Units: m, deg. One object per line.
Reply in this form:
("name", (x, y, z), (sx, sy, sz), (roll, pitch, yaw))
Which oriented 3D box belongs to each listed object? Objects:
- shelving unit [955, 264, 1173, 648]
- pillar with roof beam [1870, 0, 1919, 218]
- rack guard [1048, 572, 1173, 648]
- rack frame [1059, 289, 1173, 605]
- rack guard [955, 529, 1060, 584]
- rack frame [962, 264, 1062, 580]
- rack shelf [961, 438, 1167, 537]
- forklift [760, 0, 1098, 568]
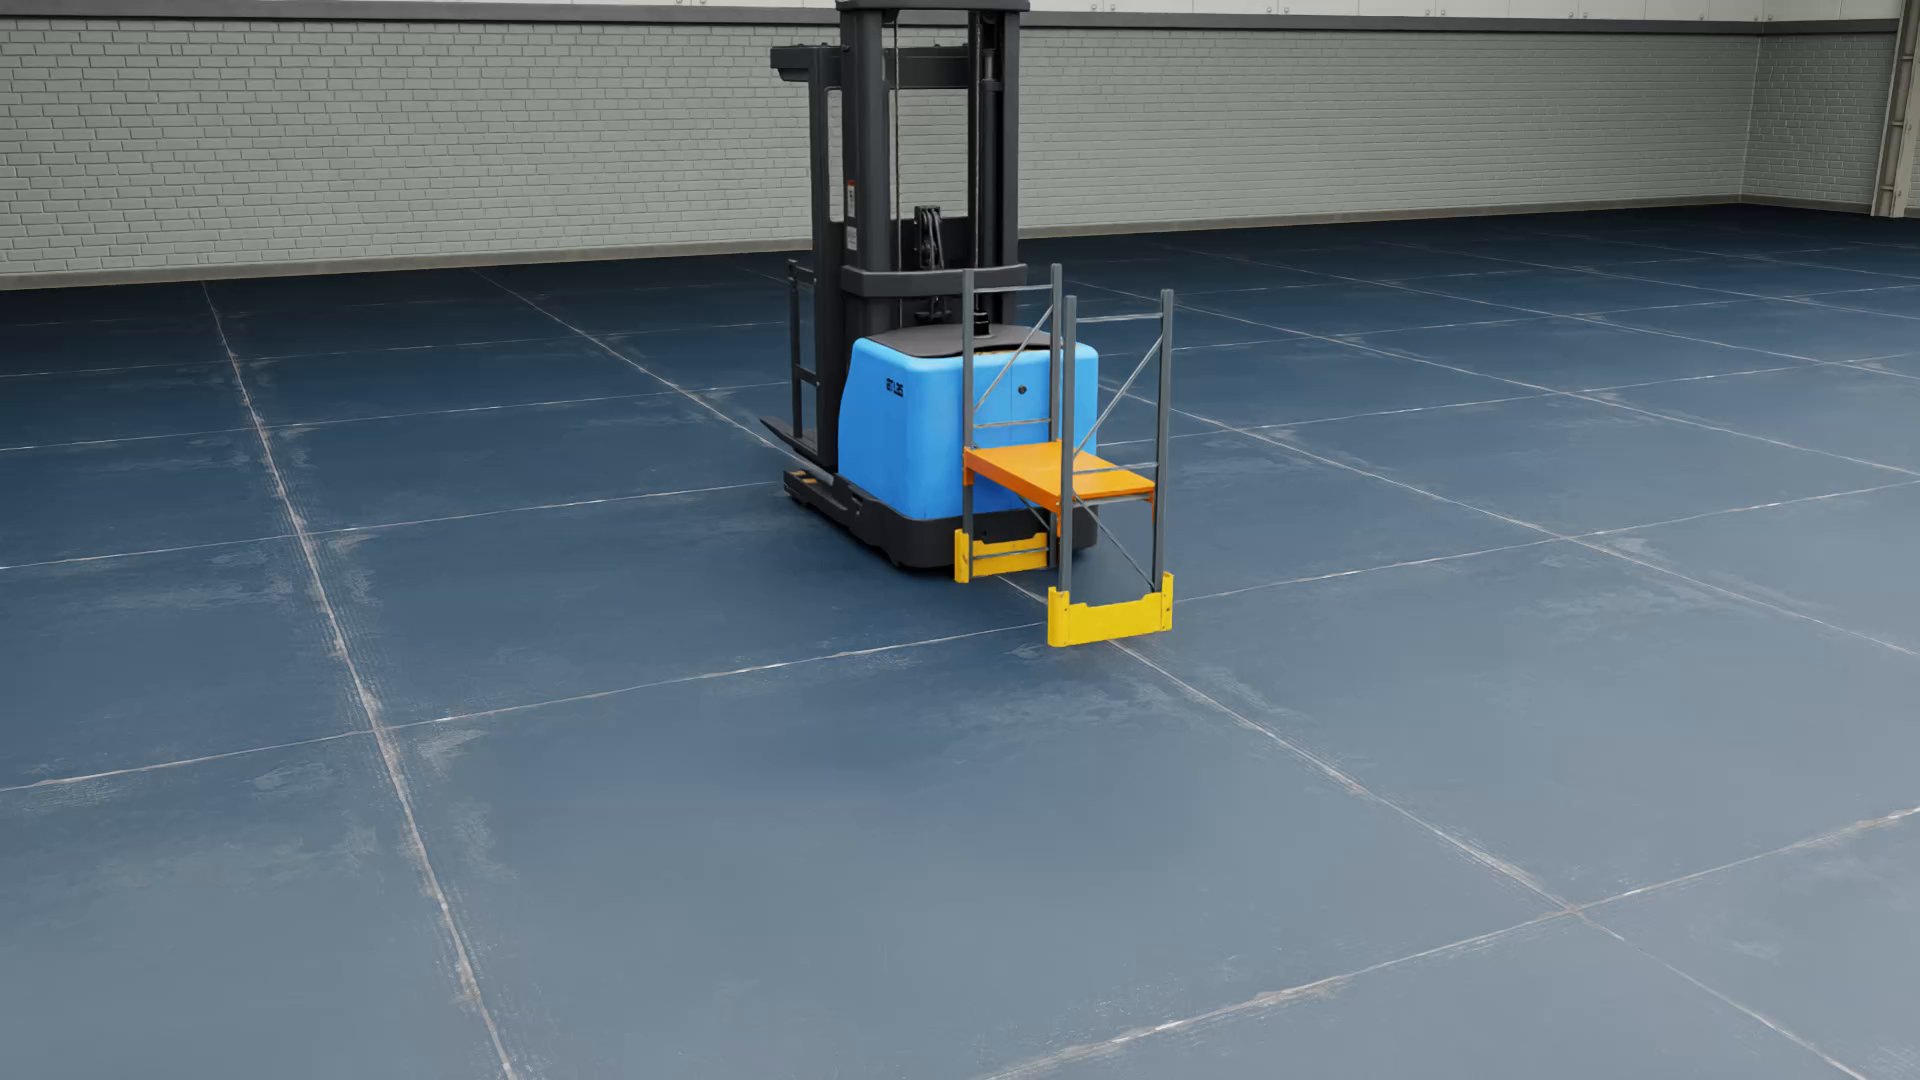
("shelving unit", (0.456, -0.425, 7.513), (0.587, 1.500, 1.083), (-7, 17, -23))
("pillar with roof beam", (11.315, -9.108, 24.176), (9.100, 9.000, 0.400), (-8, 18, -25))
("rack guard", (0.658, 0.301, 7.247), (0.587, 0.250, 0.087), (-7, 17, -23))
("rack frame", (0.658, -0.299, 7.074), (0.500, 1.500, 0.032), (-7, 17, -23))
("rack guard", (0.254, 0.050, 8.123), (0.587, 0.250, 0.087), (-7, 17, -23))
("rack frame", (0.246, -0.555, 7.967), (0.500, 1.500, 0.032), (-7, 17, -23))
("rack shelf", (0.452, -0.254, 7.570), (0.538, 0.185, 1.000), (-7, 17, -23))
("forklift", (-0.363, -1.635, 9.135), (1.130, 2.935, 3.031), (-7, 17, -23))
